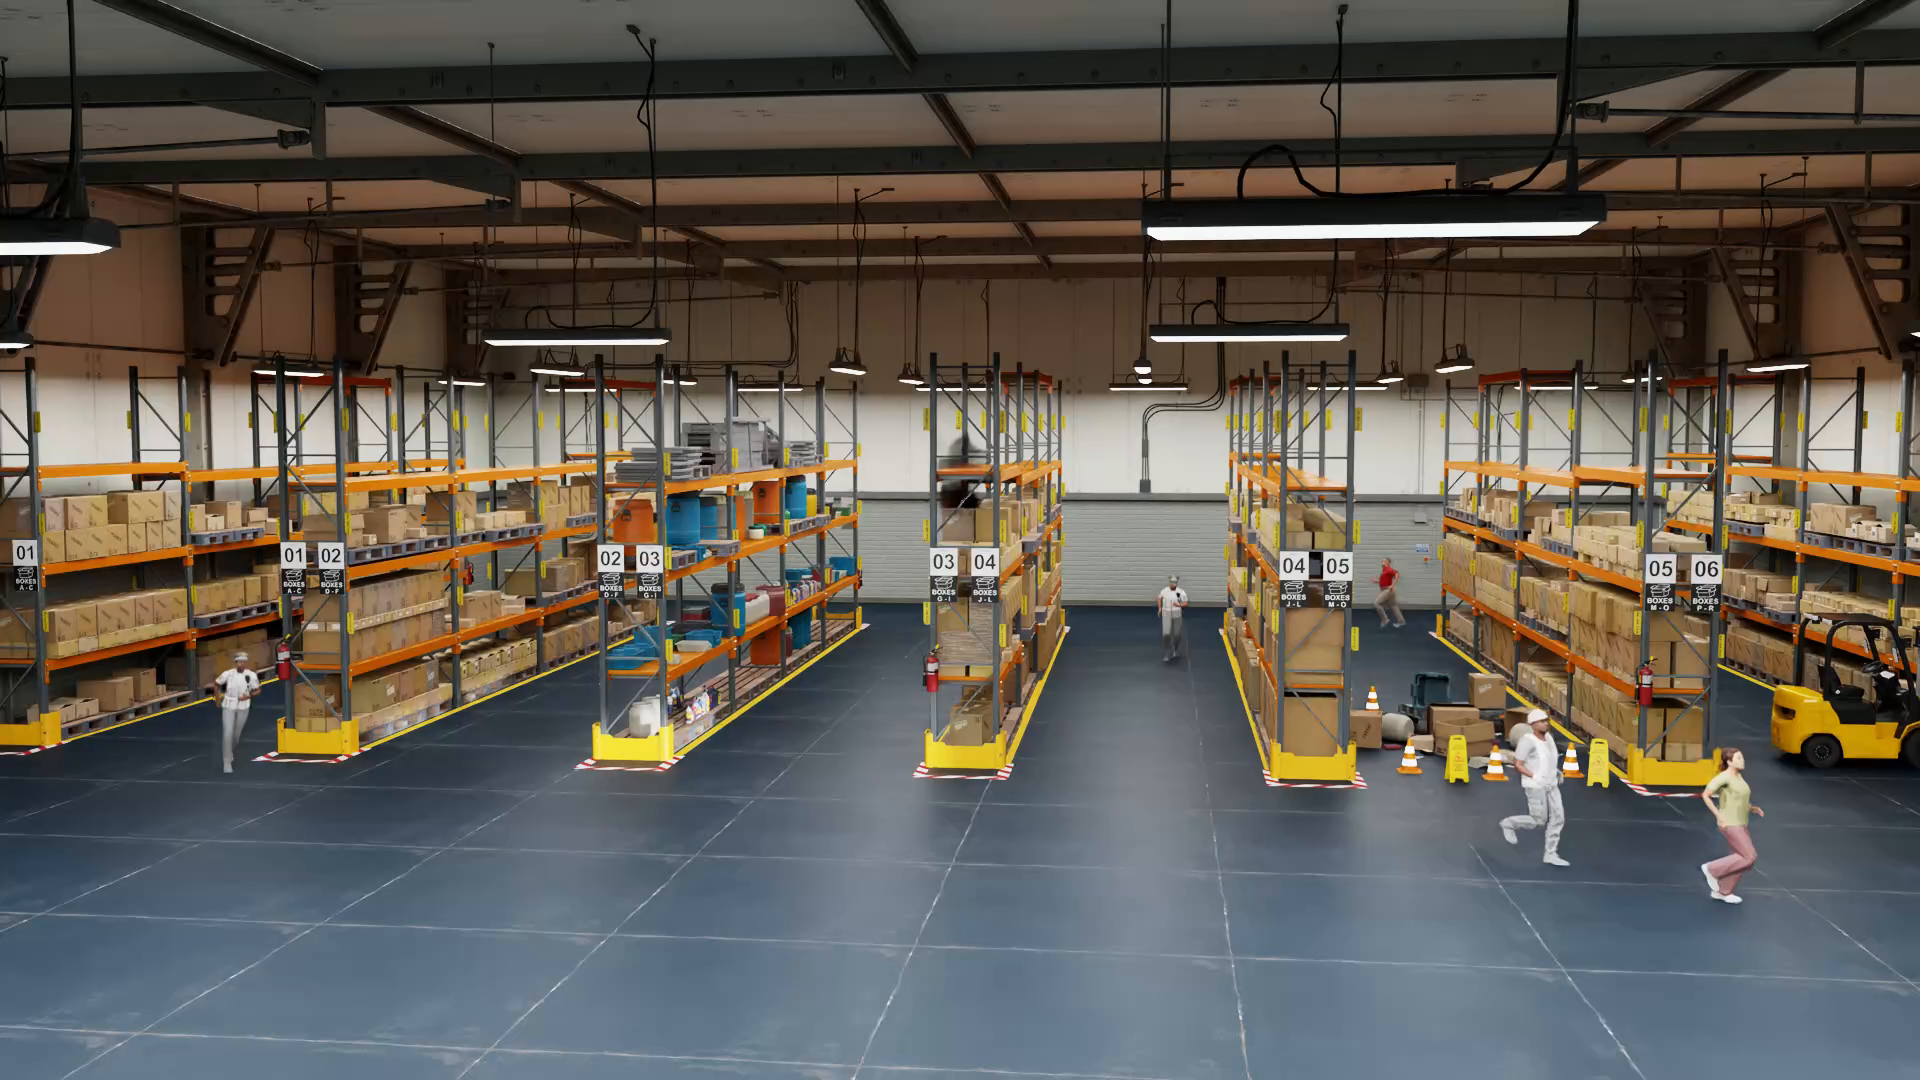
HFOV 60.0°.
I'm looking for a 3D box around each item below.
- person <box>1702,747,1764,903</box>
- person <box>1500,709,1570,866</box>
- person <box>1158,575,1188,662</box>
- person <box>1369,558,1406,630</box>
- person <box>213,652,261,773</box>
[{"bbox_3d":[8.057,2.966,17.302,0.575,1.627,0.540,-4,5,-42],"label":"person"},{"bbox_3d":[6.603,2.795,18.976,0.696,1.744,0.837,-3,5,-36],"label":"person"},{"bbox_3d":[4.470,1.657,34.988,0.633,1.842,0.776,1,4,8],"label":"person"},{"bbox_3d":[10.347,1.305,40.249,0.871,1.753,0.675,1,4,14],"label":"person"},{"bbox_3d":[-10.494,2.474,24.172,0.618,1.725,0.860,-2,5,-30],"label":"person"}]
